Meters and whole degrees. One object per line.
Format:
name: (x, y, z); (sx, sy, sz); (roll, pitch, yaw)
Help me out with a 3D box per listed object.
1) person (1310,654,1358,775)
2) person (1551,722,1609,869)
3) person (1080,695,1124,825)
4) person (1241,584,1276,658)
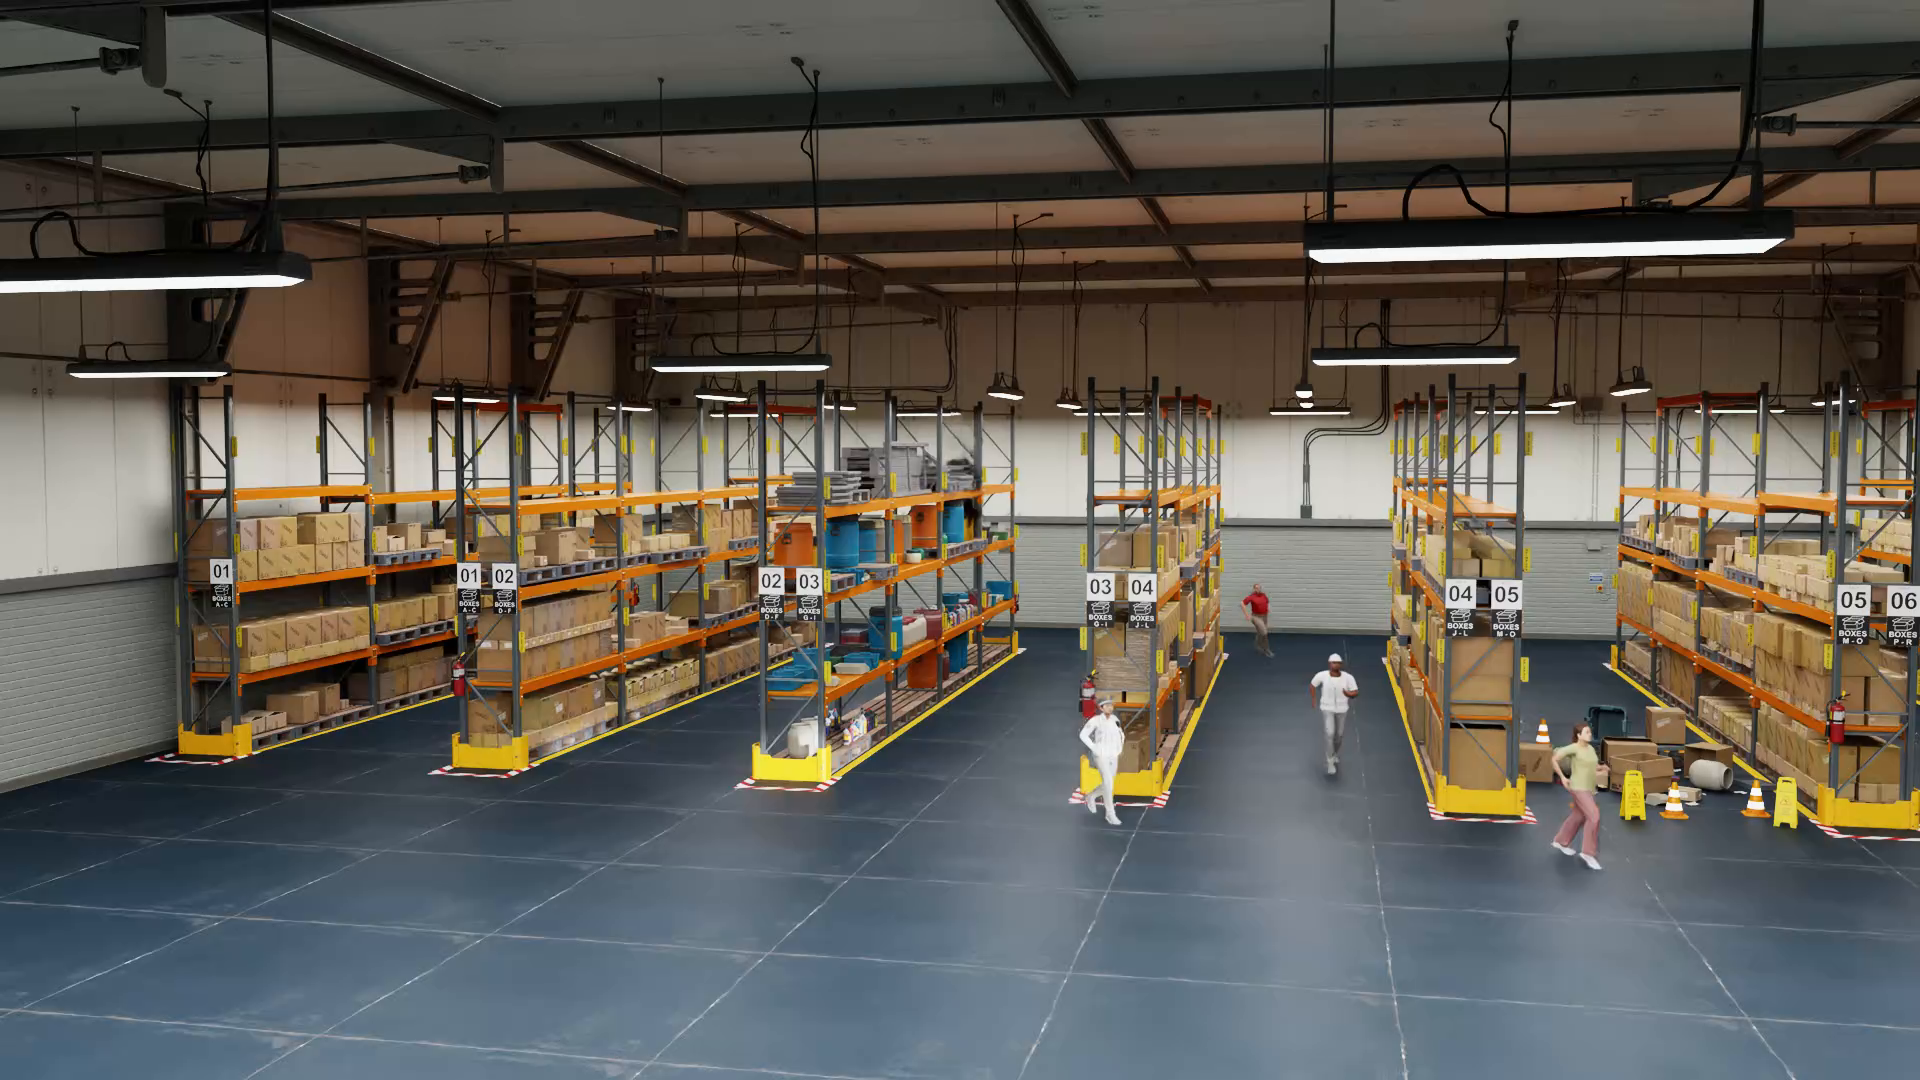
person: (5.798, 2.660, 25.749); (0.682, 1.803, 0.879); (0, 3, 2)
person: (7.451, 3.045, 19.993); (0.547, 1.728, 0.747); (-3, 4, -40)
person: (1.942, 2.928, 22.340); (0.666, 1.722, 0.765); (-2, 4, -30)
person: (7.151, 1.914, 39.761); (0.722, 1.739, 0.874); (-2, 4, -33)
